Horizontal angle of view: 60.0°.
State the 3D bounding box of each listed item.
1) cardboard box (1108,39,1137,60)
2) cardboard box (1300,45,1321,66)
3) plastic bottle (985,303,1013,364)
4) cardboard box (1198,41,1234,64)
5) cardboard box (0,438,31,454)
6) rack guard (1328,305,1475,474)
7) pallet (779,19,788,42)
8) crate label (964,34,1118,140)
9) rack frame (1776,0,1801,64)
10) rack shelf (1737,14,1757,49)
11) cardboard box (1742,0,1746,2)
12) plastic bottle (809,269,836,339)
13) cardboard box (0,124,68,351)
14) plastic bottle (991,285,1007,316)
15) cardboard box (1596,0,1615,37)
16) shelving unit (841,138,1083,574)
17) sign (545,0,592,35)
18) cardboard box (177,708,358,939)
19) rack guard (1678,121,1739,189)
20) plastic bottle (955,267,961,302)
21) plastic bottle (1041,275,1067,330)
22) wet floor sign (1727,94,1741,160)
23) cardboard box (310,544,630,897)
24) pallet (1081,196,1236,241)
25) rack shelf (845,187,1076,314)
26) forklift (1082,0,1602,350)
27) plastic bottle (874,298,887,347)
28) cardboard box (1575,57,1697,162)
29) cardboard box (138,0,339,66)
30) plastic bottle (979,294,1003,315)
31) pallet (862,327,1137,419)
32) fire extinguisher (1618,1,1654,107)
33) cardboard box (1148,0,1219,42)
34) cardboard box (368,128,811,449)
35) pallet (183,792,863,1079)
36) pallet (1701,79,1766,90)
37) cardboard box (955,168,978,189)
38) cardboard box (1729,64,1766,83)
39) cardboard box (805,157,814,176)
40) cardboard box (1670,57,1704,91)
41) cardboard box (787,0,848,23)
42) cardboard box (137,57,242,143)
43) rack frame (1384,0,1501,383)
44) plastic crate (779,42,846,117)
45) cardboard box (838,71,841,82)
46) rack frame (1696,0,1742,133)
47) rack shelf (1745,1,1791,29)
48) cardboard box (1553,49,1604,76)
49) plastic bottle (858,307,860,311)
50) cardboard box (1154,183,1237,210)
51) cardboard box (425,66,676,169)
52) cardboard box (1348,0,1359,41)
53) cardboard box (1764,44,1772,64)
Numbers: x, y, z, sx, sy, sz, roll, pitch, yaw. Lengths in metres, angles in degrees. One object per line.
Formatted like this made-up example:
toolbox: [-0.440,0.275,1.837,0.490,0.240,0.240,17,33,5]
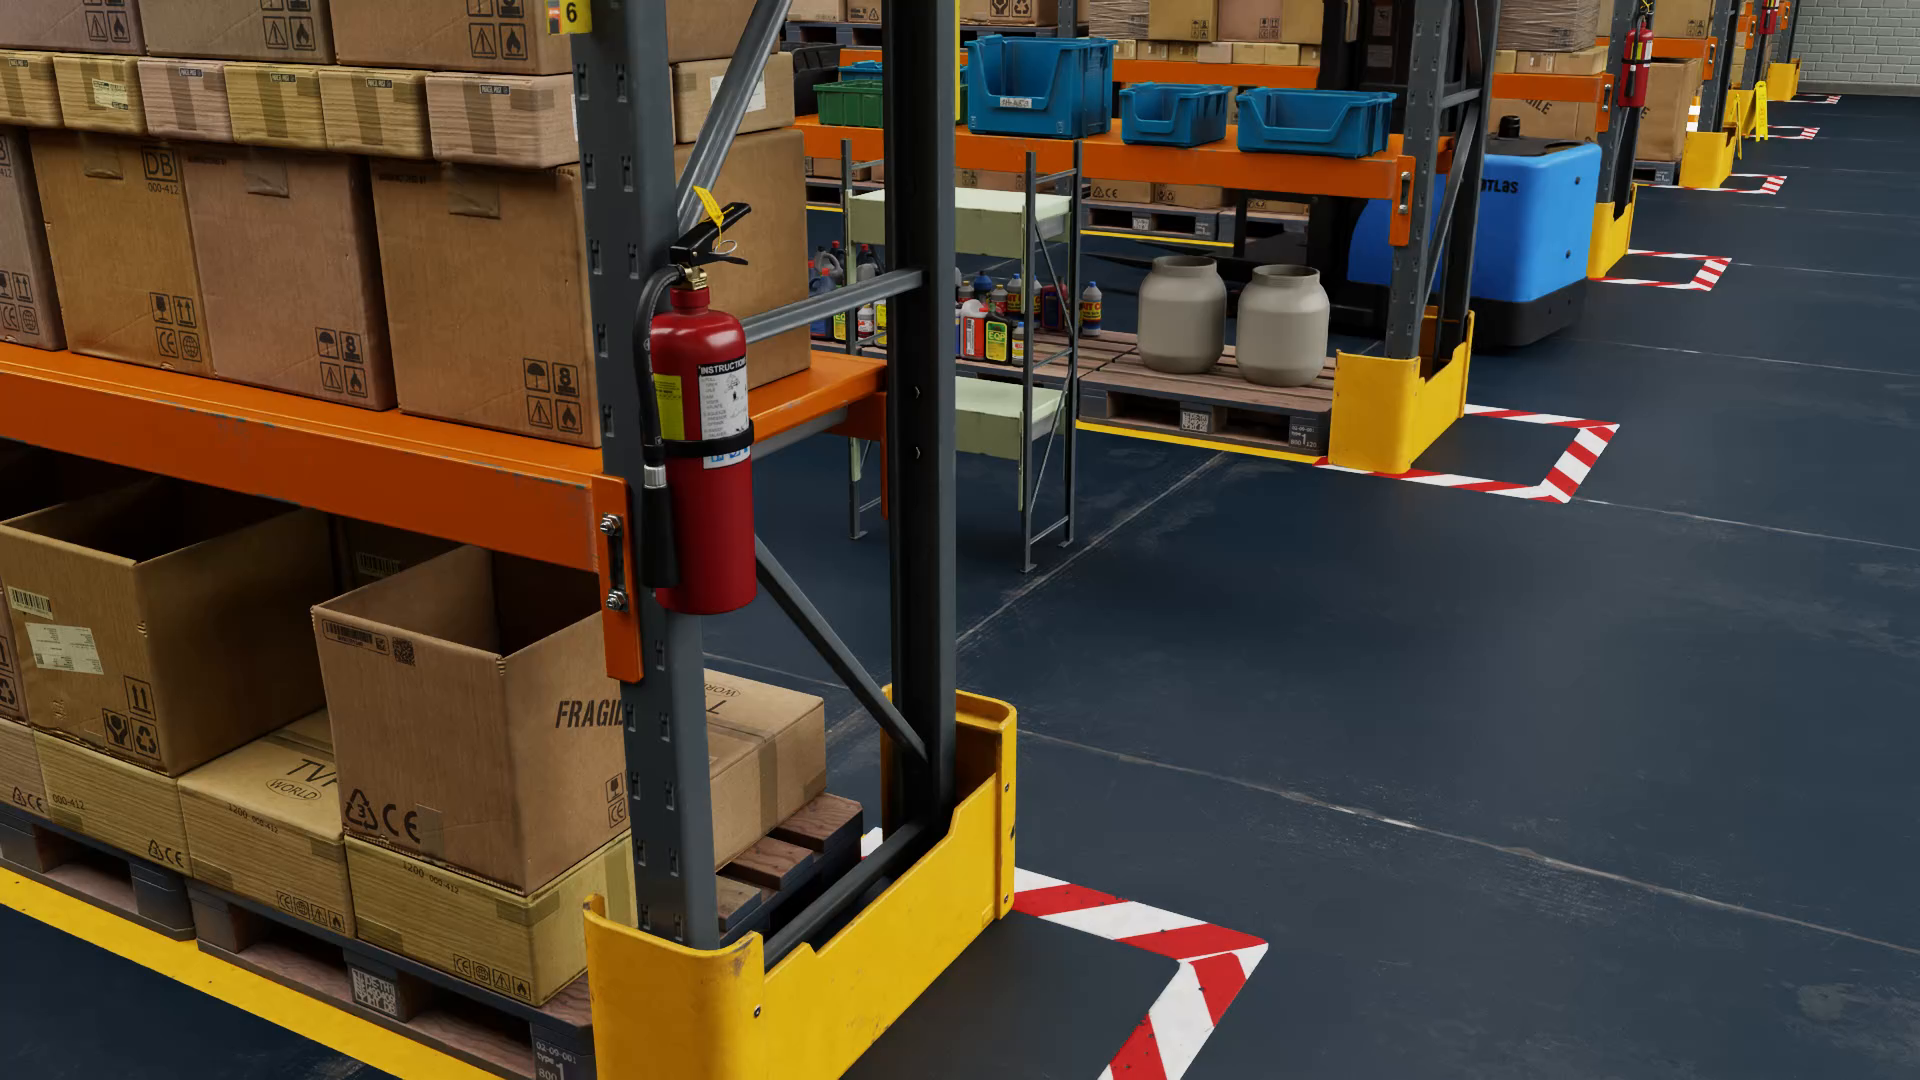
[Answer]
cardboard box: [1.292,-3.738,12.641,0.250,0.149,0.380,11,23,27]
cardboard box: [2.637,-3.510,12.012,0.250,0.149,0.380,11,23,27]
plastic bottle: [0.188,-1.006,8.079,0.133,0.283,0.061,11,23,29]
cardboard box: [1.945,-3.612,12.294,0.250,0.149,0.380,11,23,27]
cardboard box: [-2.670,0.000,4.282,0.500,0.500,0.500,11,23,27]
rack guard: [2.027,-0.711,7.592,0.348,0.500,1.175,11,23,27]
pallet: [-1.778,-4.515,14.696,1.003,0.211,1.213,11,23,27]
crate label: [0.377,-2.130,7.786,0.616,0.435,0.502,11,23,27]
rack frame: [11.782,-7.791,23.443,0.127,3.000,1.000,11,23,27]
rack shelf: [7.619,-6.307,20.407,4.000,0.370,1.077,11,23,27]
cardboard box: [9.086,-6.660,19.745,0.500,0.500,0.500,10,22,26]
plastic bottle: [-0.709,-1.225,8.583,0.185,0.351,0.144,10,22,25]
cardboard box: [-2.057,-0.799,4.021,0.500,0.500,0.700,12,23,29]
plastic bottle: [0.212,-1.263,8.907,0.097,0.201,0.097,0,20,0]
cardboard box: [6.202,-5.025,15.601,0.550,0.550,0.875,11,23,27]
shelving unit: [0.006,-0.704,6.106,0.755,1.500,0.431,11,23,27]
sign: [-0.580,-0.910,2.430,0.005,0.325,0.100,11,23,27]
cardboard box: [-1.358,0.601,3.726,0.500,0.250,0.500,11,23,27]
rack guard: [7.060,-3.643,15.674,0.348,0.500,1.175,11,23,27]
plastic bottle: [-0.084,-1.344,9.021,0.135,0.276,0.152,11,23,28]
plastic bottle: [0.496,-1.255,8.764,0.133,0.283,0.061,11,23,28]
wet floor sign: [8.030,-4.300,17.272,0.232,0.644,0.267,7,21,18]
cardboard box: [-0.916,0.329,3.377,0.500,0.500,0.500,11,23,27]
pallet: [1.643,-2.615,13.265,1.213,0.211,1.003,11,23,27]
rack shelf: [0.006,-1.071,5.973,0.720,0.370,0.431,11,23,27]
forklift: [2.190,-2.813,9.821,3.031,2.935,1.130,15,25,36]
plastic bottle: [-0.338,-1.154,8.388,0.185,0.351,0.144,11,22,27]
cardboard box: [6.414,-4.113,15.806,0.875,0.875,0.875,11,23,28]
cardboard box: [-1.212,-1.246,3.353,0.500,0.500,0.700,10,22,26]
plastic bottle: [0.144,-1.074,8.266,0.133,0.283,0.061,11,23,27]
pallet: [0.259,-0.915,8.579,1.213,0.211,1.003,11,23,27]
fire extinguisher: [4.407,-3.169,10.817,0.183,0.674,0.296,11,23,27]
cardboard box: [1.822,-4.027,12.486,0.500,0.500,0.875,11,23,27]
cardboard box: [-0.704,-0.542,3.314,0.500,0.500,0.700,11,23,27]
pallet: [-0.991,0.783,3.898,1.213,0.211,1.003,11,23,27]
pallet: [11.094,-6.594,24.235,1.213,0.211,1.003,11,23,27]
cardboard box: [0.107,-3.252,13.953,0.500,0.500,0.700,11,22,27]
cardboard box: [11.218,-6.679,23.796,0.500,0.250,0.500,11,23,28]
cardboard box: [-1.367,-3.530,14.719,0.500,0.500,0.700,9,22,23]
cardboard box: [8.538,-5.625,19.790,0.500,0.500,0.500,11,23,28]
cardboard box: [-1.102,-4.472,13.899,0.500,0.250,0.500,10,22,26]
cardboard box: [-1.400,-0.900,3.351,0.250,0.149,0.380,11,23,28]
rack frame: [2.116,-1.888,7.170,0.127,3.000,1.000,11,23,27]
plastic crate: [-0.981,-2.399,8.670,0.504,0.338,0.767,11,23,27]
cardboard box: [-1.099,-5.294,19.609,0.500,0.500,0.500,12,23,29]
rack frame: [7.039,-4.822,15.259,0.127,3.000,1.000,11,23,27]
rack shelf: [10.036,-7.785,24.483,4.000,0.370,1.077,11,23,27]
cardboard box: [4.182,-3.230,11.239,0.250,0.149,0.380,11,23,27]
plastic bottle: [-0.562,-1.174,8.560,0.097,0.271,0.097,0,20,0]
cardboard box: [1.873,-2.878,12.951,0.500,0.500,0.500,-17,26,-39]
cardboard box: [-0.729,-0.772,2.997,0.250,0.149,0.380,10,22,26]
cardboard box: [3.154,-3.792,11.837,0.500,0.500,0.875,11,23,27]
cardboard box: [11.473,-7.070,24.141,0.500,0.250,0.500,11,23,28]
